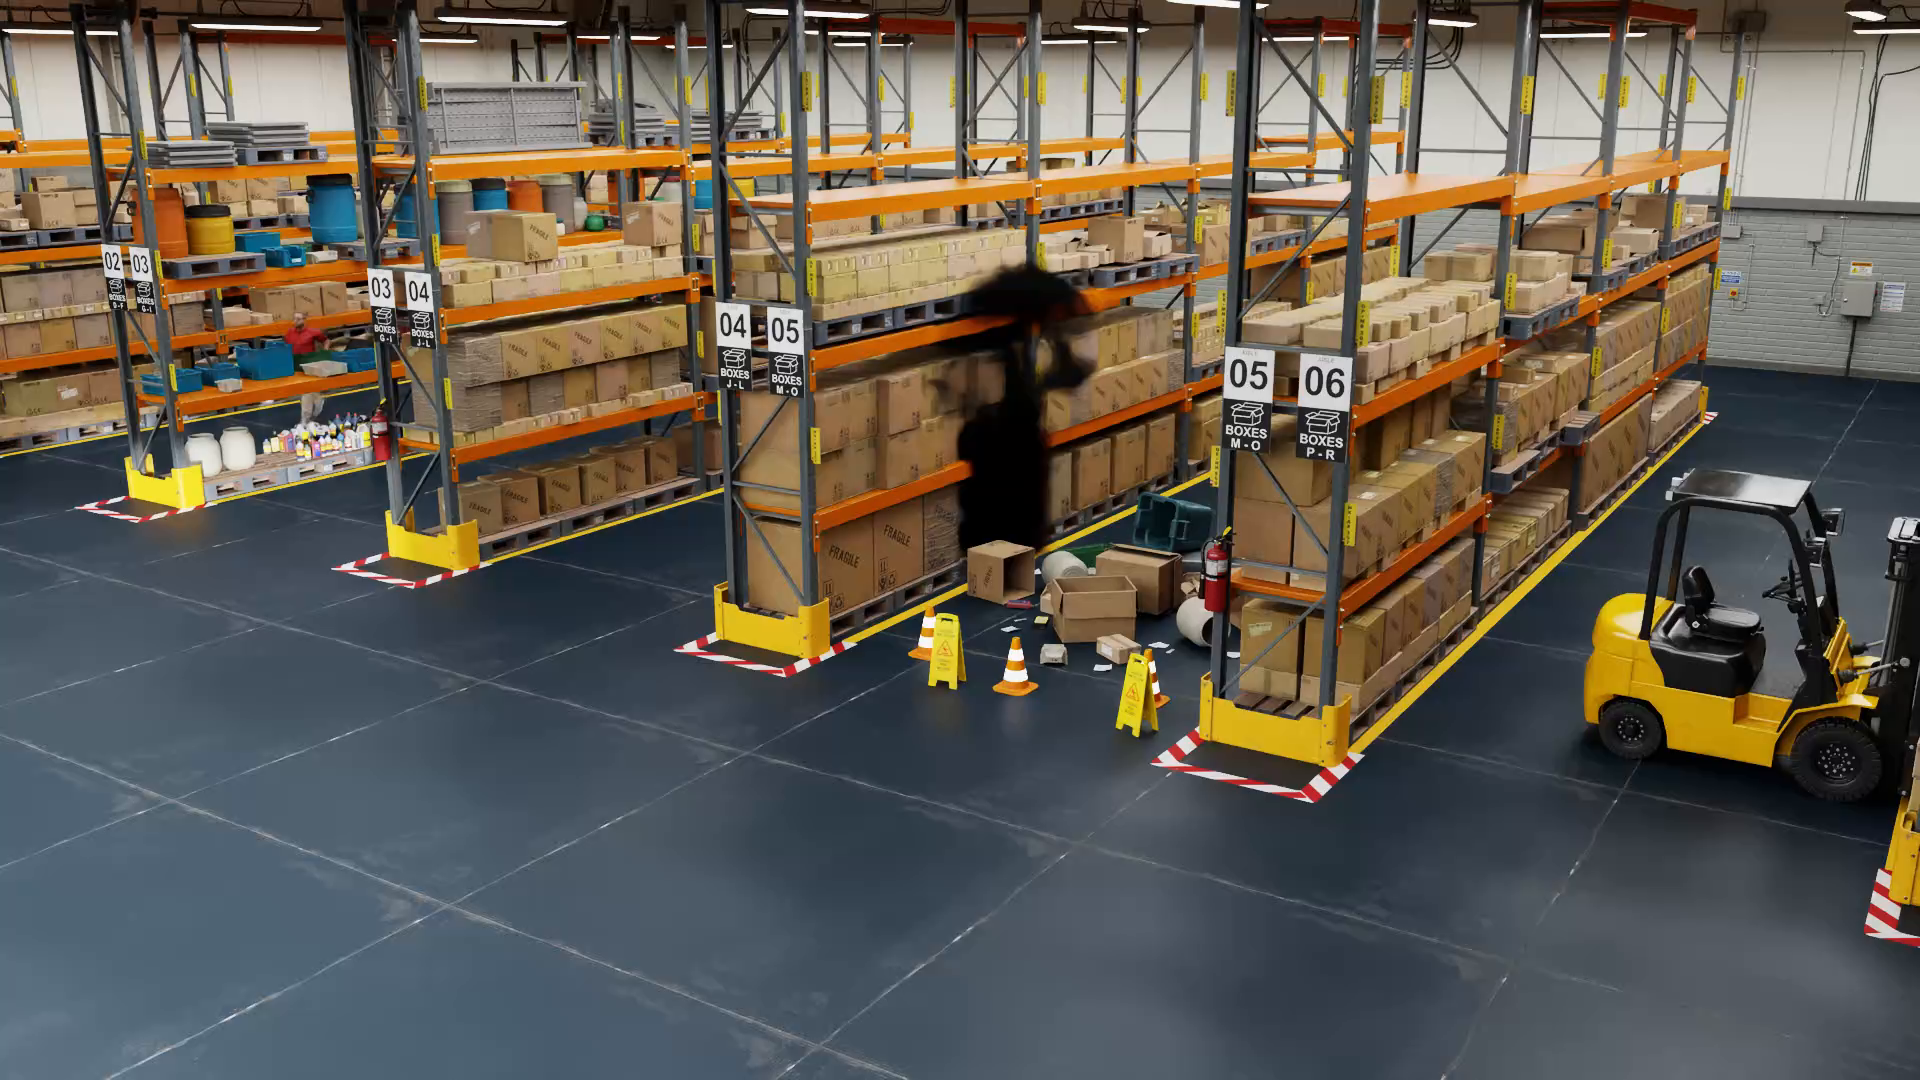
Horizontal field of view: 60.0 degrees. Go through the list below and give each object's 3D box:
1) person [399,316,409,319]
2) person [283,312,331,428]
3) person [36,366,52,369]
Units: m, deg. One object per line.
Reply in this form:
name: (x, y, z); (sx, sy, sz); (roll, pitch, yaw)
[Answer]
person: (-10.771, -4.525, 32.421); (0.631, 1.662, 0.621); (12, 19, 36)
person: (-10.009, -2.645, 25.459); (0.679, 1.714, 0.926); (3, 16, 11)
person: (-14.282, -2.763, 25.932); (0.642, 1.772, 0.791); (8, 17, 25)
